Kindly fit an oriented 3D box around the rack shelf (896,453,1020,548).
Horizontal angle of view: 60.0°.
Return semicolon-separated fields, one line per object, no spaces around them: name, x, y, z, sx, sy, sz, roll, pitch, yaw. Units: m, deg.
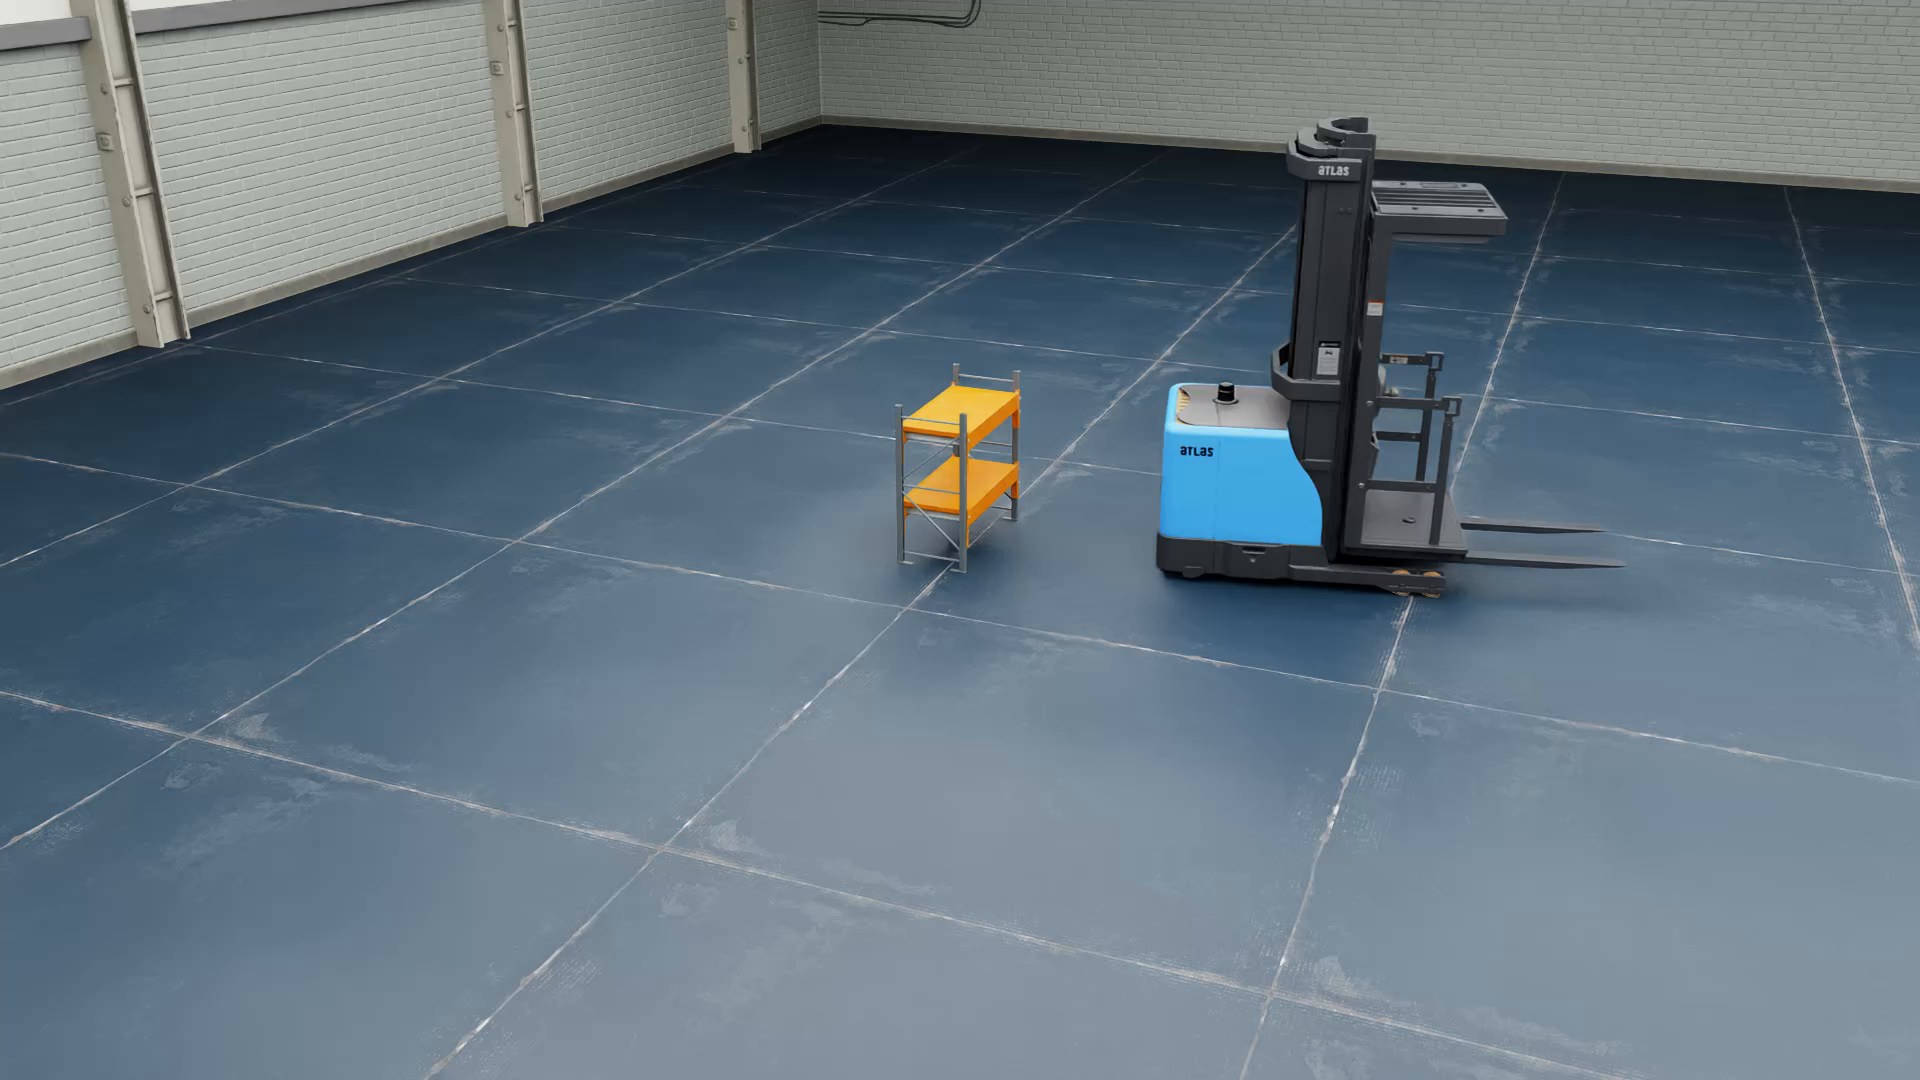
rack shelf;-0.003;-0.291;11.622;0.538;0.278;1.000;9;24;20

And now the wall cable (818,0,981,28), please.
wall cable;-1.100;-9.846;27.675;3.097;2.526;0.112;9;24;20

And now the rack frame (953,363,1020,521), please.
rack frame;0.186;-0.699;11.963;0.500;1.125;0.032;9;24;20

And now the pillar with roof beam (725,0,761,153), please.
pillar with roof beam;0.575;-9.797;23.530;9.100;9.000;0.400;9;24;20

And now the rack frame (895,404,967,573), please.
rack frame;-0.191;-0.335;11.092;0.500;1.125;0.032;9;24;20

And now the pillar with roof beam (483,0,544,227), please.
pillar with roof beam;-1.654;-7.650;18.390;9.100;9.000;0.400;9;24;20

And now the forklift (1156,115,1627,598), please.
forklift;2.877;-1.196;10.811;3.031;2.935;1.130;3;23;8

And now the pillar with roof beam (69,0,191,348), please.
pillar with roof beam;-3.882;-5.503;13.250;9.100;9.000;0.400;9;24;20

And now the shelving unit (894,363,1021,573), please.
shelving unit;-0.003;-0.517;11.527;0.538;1.125;1.048;9;24;20

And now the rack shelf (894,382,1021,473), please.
rack shelf;-0.003;-0.787;11.415;0.538;0.278;1.000;9;24;20
